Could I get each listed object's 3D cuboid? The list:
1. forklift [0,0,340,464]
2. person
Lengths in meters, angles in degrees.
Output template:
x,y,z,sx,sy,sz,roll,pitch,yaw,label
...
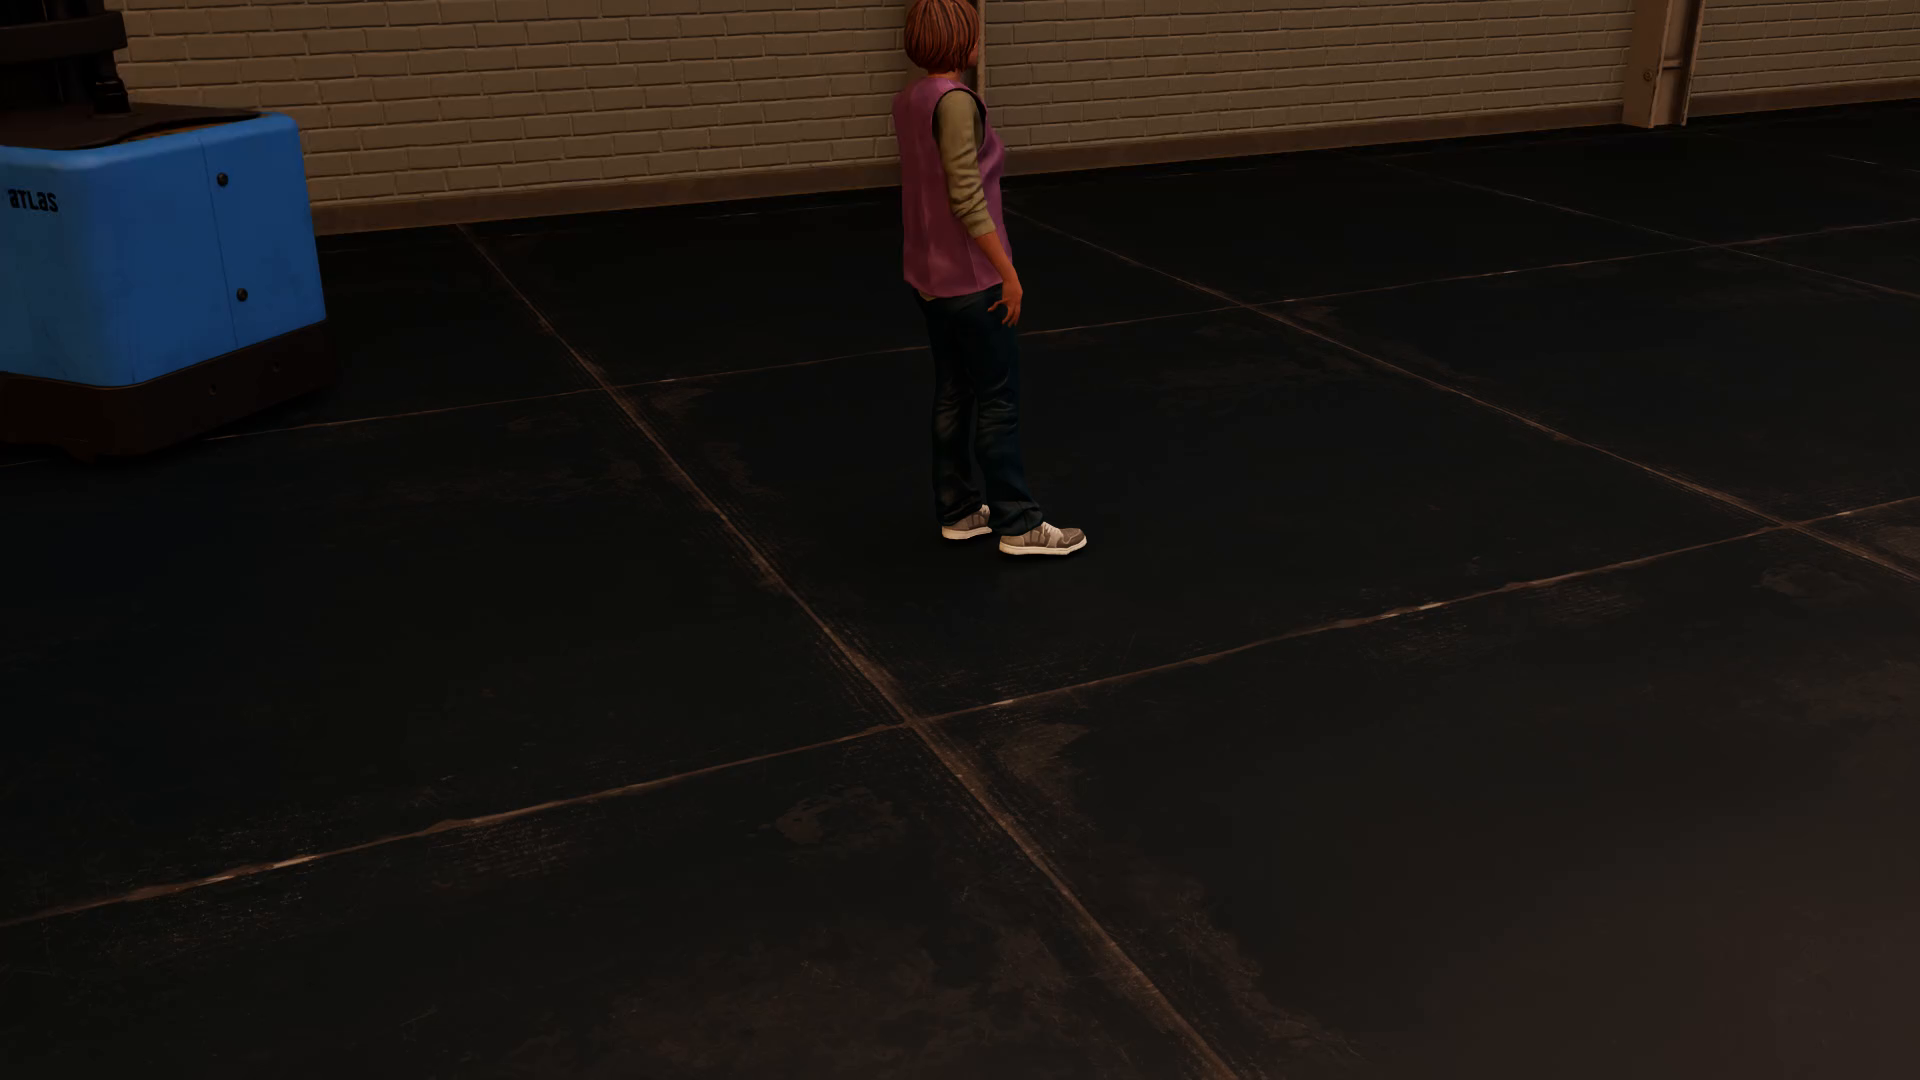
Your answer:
x,y,z,sx,sy,sz,roll,pitch,yaw,label
-3.961,-1.964,6.013,3.031,2.935,1.130,9,24,21,forklift
0.074,-0.752,4.815,0.473,1.599,0.520,-10,25,-23,person
